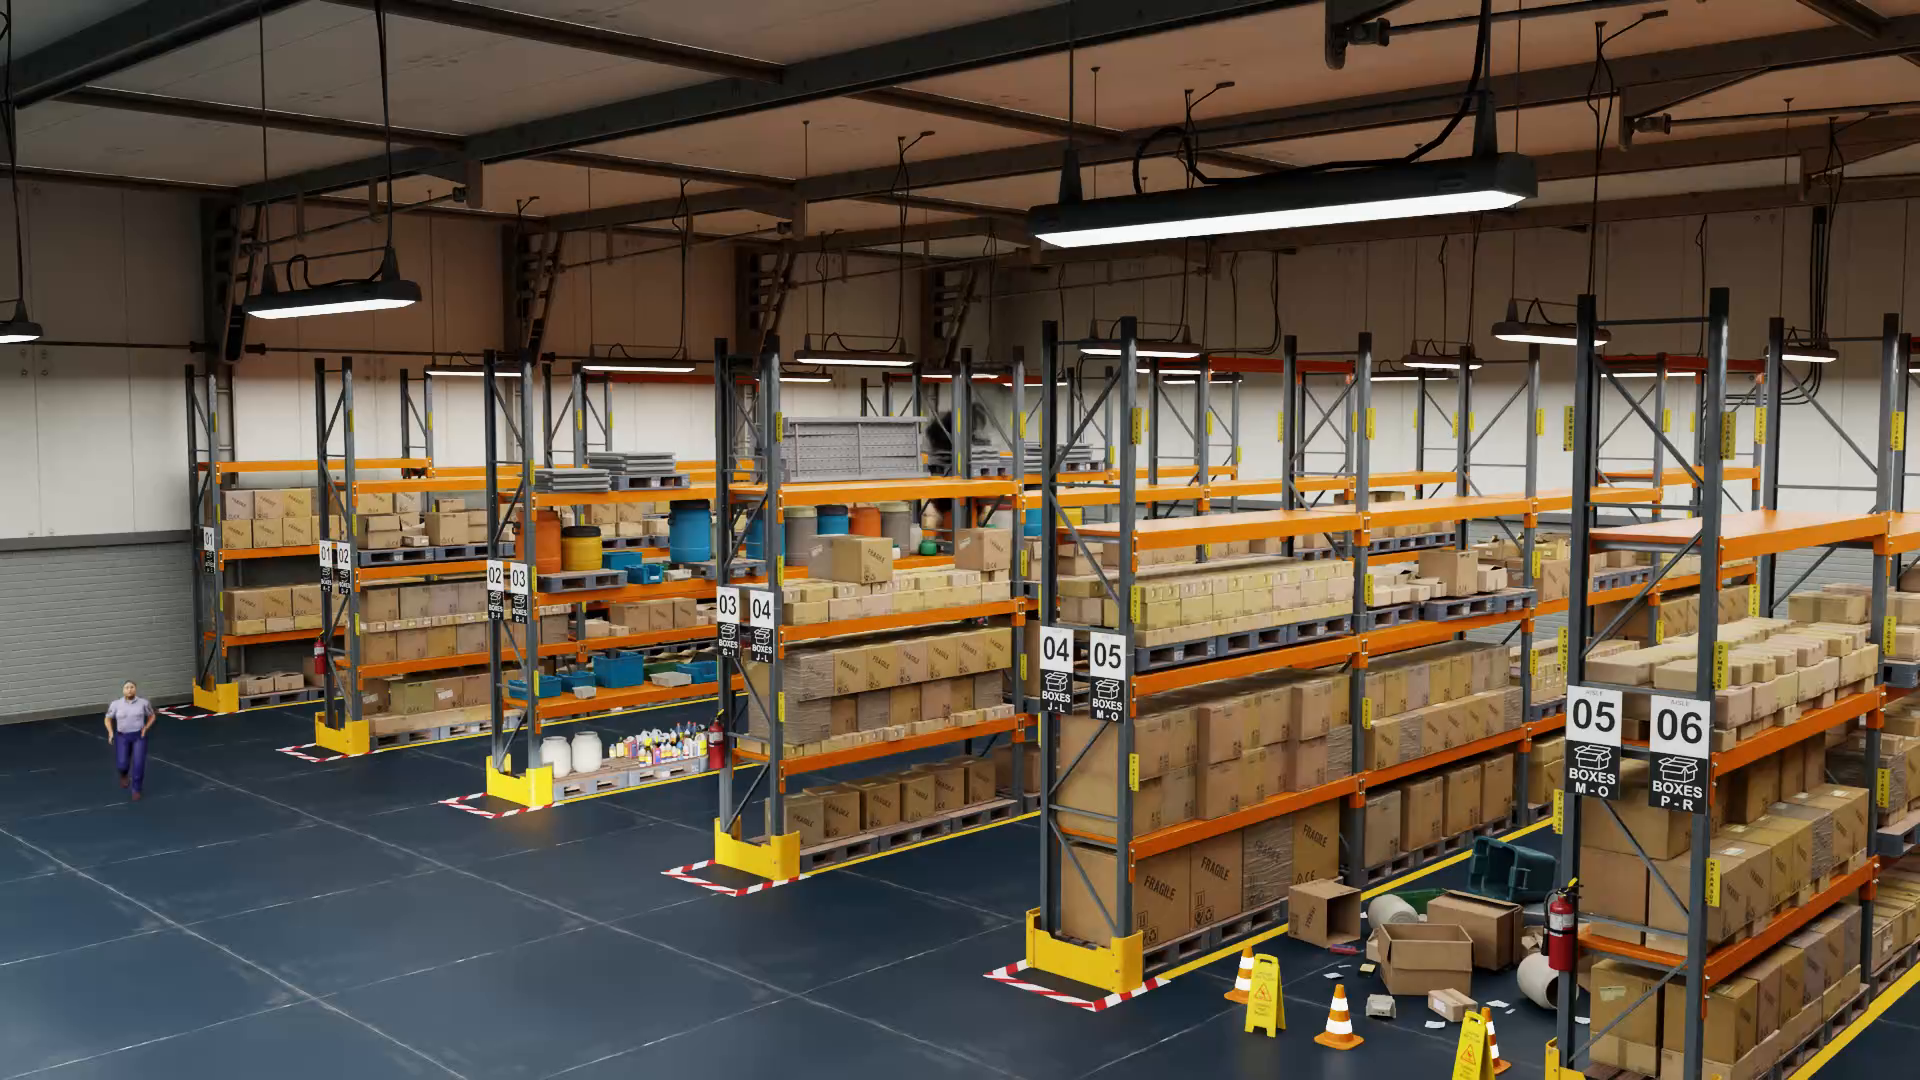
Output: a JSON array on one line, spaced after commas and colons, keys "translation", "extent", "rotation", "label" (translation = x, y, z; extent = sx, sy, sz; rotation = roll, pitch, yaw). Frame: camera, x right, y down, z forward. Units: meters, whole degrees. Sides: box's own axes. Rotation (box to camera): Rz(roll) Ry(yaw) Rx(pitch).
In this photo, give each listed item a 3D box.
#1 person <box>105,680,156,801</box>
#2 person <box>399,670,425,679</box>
[{"translation": [-11.087, 2.672, 22.250], "extent": [0.617, 1.606, 0.552], "rotation": [-2, 5, -28], "label": "person"}, {"translation": [-9.112, 2.130, 27.935], "extent": [0.645, 1.848, 0.790], "rotation": [3, 5, 36], "label": "person"}]
